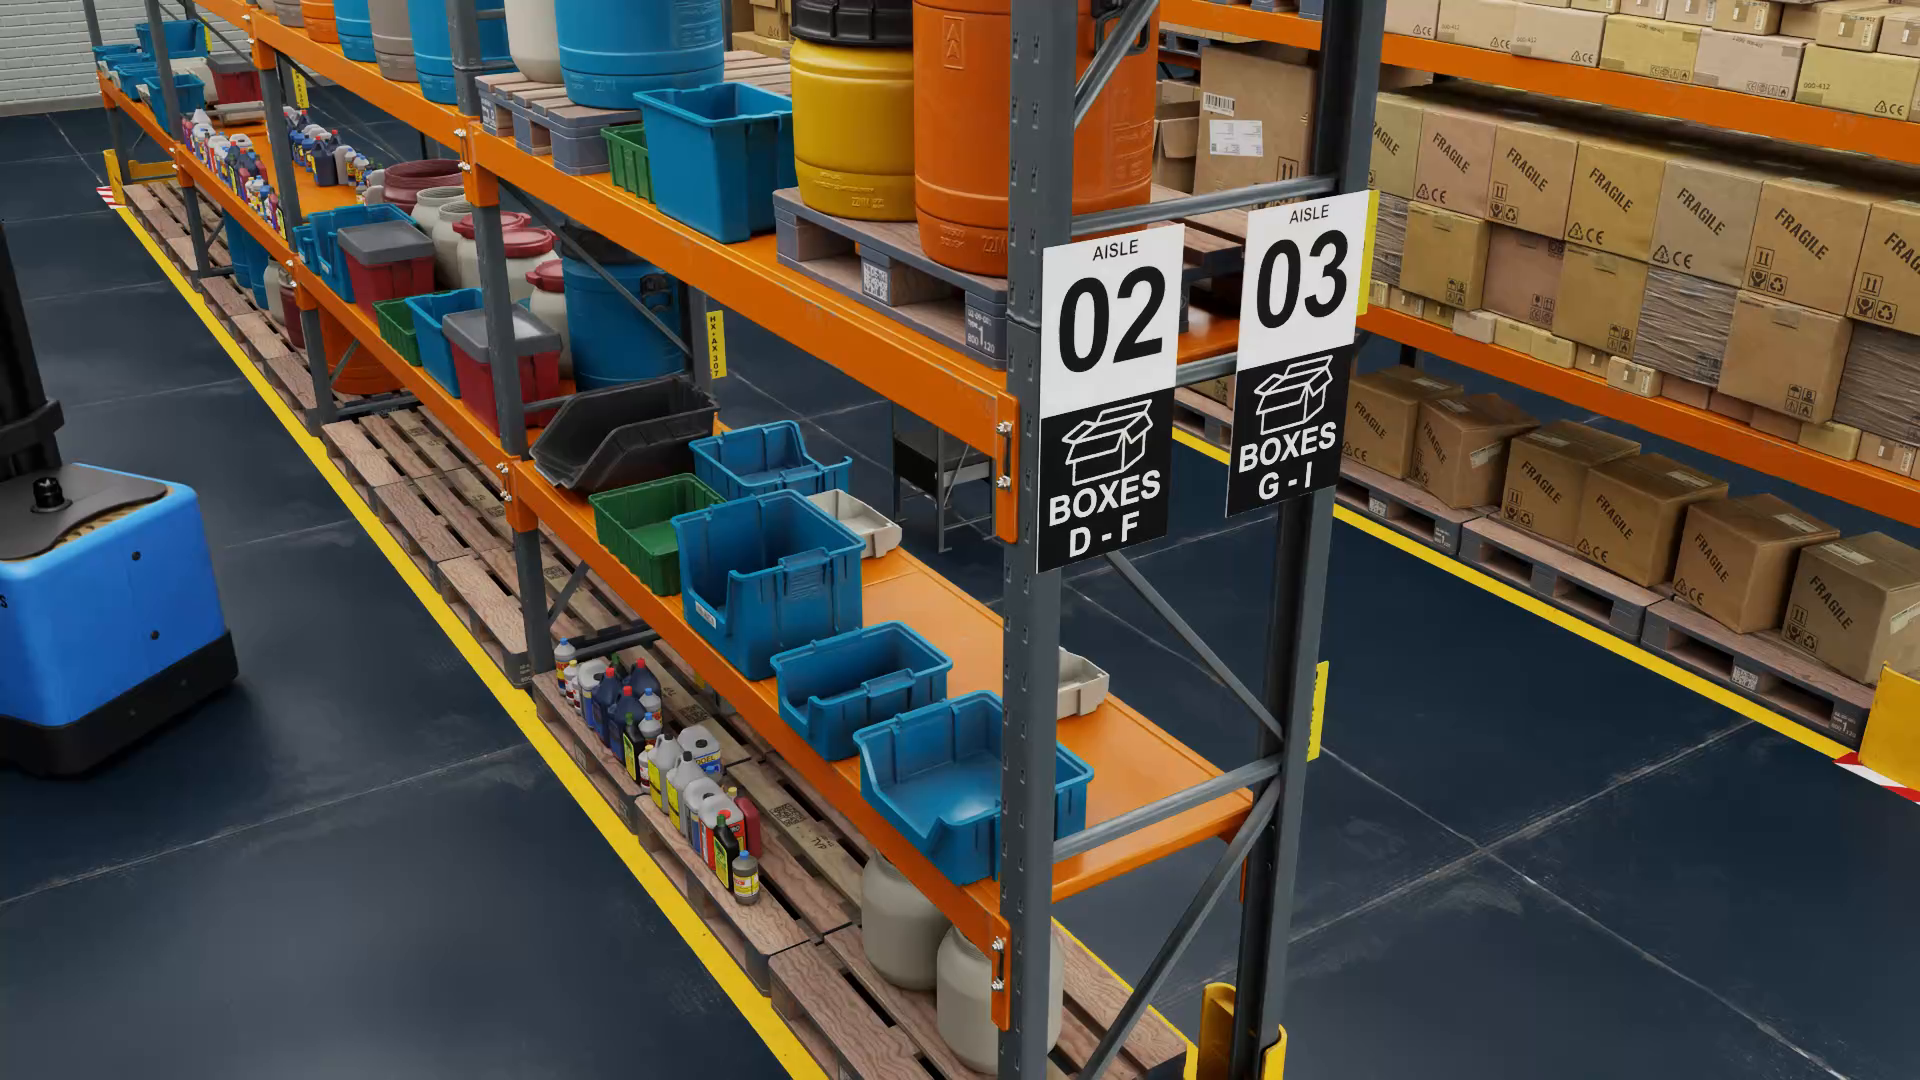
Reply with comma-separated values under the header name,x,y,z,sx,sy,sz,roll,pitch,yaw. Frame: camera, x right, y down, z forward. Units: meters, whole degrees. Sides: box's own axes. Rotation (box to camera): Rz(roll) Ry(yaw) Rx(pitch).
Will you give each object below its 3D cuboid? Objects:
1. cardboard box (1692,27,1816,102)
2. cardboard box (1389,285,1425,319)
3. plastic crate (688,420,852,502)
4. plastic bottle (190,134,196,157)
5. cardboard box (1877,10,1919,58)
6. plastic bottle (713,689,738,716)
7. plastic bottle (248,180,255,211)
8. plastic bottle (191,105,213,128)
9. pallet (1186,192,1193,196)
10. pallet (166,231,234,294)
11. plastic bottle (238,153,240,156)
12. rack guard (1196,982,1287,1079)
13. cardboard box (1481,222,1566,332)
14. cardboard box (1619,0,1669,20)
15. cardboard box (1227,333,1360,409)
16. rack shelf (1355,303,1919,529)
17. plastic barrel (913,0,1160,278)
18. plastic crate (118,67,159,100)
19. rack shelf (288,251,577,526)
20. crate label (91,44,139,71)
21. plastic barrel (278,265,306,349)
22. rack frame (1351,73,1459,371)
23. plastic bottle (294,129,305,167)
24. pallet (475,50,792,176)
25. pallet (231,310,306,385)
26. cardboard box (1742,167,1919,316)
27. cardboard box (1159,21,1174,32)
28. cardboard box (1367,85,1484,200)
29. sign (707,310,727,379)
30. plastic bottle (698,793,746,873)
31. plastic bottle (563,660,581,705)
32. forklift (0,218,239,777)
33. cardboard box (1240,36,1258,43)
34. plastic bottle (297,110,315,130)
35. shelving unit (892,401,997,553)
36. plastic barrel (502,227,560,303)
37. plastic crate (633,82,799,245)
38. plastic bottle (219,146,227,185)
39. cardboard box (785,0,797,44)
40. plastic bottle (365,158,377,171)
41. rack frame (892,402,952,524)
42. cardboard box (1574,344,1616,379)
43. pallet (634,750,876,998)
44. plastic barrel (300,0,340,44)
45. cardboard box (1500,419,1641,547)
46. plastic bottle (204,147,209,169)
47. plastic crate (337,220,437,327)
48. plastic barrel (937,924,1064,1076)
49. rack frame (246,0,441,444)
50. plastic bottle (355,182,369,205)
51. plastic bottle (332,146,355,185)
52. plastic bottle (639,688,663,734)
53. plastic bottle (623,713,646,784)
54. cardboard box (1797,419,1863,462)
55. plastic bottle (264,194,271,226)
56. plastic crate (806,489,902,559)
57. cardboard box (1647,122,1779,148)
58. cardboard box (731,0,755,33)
name,x,y,z,sx,sy,sz,roll,pitch,yaw
cardboard box,3.683,-2.161,7.475,0.500,0.250,0.500,-15,29,-28
cardboard box,2.674,-1.390,9.476,0.380,0.149,0.250,-16,29,-30
plastic crate,-0.795,-0.272,6.987,0.499,0.251,0.616,-16,29,-30
plastic bottle,-6.000,-3.128,13.096,0.097,0.201,0.097,0,25,0
cardboard box,4.009,-2.084,6.845,0.380,0.149,0.250,-17,30,-32
plastic bottle,-1.039,0.636,7.564,0.152,0.276,0.135,-16,29,-30
plastic bottle,-4.881,-2.395,11.543,0.097,0.201,0.097,0,25,0
plastic bottle,-6.051,-3.295,13.274,0.144,0.351,0.185,-16,29,-30
pallet,1.454,-2.472,11.697,1.003,0.211,1.213,-16,29,-30
pallet,-6.428,-2.526,14.854,1.003,0.211,1.213,-16,29,-30
plastic bottle,-5.135,-2.632,11.948,0.061,0.283,0.133,-16,29,-30
rack guard,0.476,1.873,5.197,1.175,0.500,0.348,-16,29,-30
cardboard box,3.318,-1.488,8.923,0.875,0.500,0.500,-16,29,-30
cardboard box,3.355,-2.565,7.865,0.380,0.149,0.250,-15,29,-28
cardboard box,2.206,-1.119,11.020,0.700,0.500,0.500,-18,31,-33
rack shelf,3.615,-0.786,8.743,1.077,0.370,4.000,-16,29,-30
plastic barrel,0.185,-1.126,4.113,0.600,0.830,0.708,-16,29,-30
plastic crate,-7.436,-4.172,15.200,0.416,0.233,0.300,-16,29,-30
rack shelf,-2.719,-1.062,9.329,1.077,0.370,4.000,-16,29,-30
crate label,-8.319,-4.751,16.425,0.416,0.233,0.303,-16,29,-30
plastic barrel,-4.708,-1.777,12.333,0.600,0.588,0.708,-16,29,-30
rack frame,2.523,-1.826,10.105,1.000,3.000,0.127,-16,29,-30
plastic bottle,-5.054,-3.015,12.773,0.097,0.271,0.097,0,25,0
pallet,-1.151,-1.708,6.561,1.213,0.211,1.003,-16,29,-30
pallet,-4.938,-1.550,12.786,1.003,0.211,1.213,-16,29,-30
cardboard box,3.922,-1.344,7.447,0.500,0.500,0.500,-16,29,-30
cardboard box,2.353,-5.538,17.769,0.380,0.149,0.250,-15,29,-29
cardboard box,2.556,-2.238,9.340,0.500,0.500,0.500,-16,29,-30
sign,-1.160,-0.921,7.864,0.100,0.325,0.005,-16,29,-30
plastic bottle,-0.928,1.140,6.496,0.152,0.276,0.135,-15,29,-29
plastic bottle,-1.765,0.647,7.628,0.097,0.201,0.097,0,25,0
forklift,-5.116,-0.663,7.721,3.031,2.935,1.130,10,27,21
cardboard box,3.049,-5.079,16.797,0.380,0.149,0.250,-17,30,-32
plastic bottle,-5.117,-3.192,13.057,0.144,0.351,0.185,-16,29,-30
shelving unit,-0.090,-1.009,9.427,0.431,2.100,0.503,-16,29,-30
plastic barrel,-2.366,-1.389,9.020,0.433,0.535,0.433,0,25,0
plastic crate,-0.736,-1.202,5.288,0.392,0.384,0.575,-16,29,-30
plastic bottle,-5.388,-2.759,12.231,0.097,0.271,0.097,0,25,0
cardboard box,-1.124,-4.712,14.925,0.797,0.503,0.637,-15,29,-29
plastic bottle,-4.189,-2.587,11.852,0.061,0.283,0.133,-16,29,-30
rack frame,-0.224,-1.096,9.612,0.400,2.100,0.015,-16,29,-30
cardboard box,3.393,-0.953,8.550,0.380,0.149,0.250,-16,29,-30
pallet,-0.625,1.276,6.800,1.003,0.211,1.213,-16,29,-30
plastic barrel,-3.187,-3.075,8.733,0.600,0.830,0.708,-16,29,-30
cardboard box,3.432,-0.327,9.364,0.500,0.500,0.500,-19,31,-34
plastic bottle,-5.714,-2.941,12.699,0.097,0.201,0.097,0,25,0
plastic crate,-3.185,-1.482,9.301,0.402,0.464,0.583,-16,29,-30
plastic barrel,0.134,1.476,5.531,0.421,0.512,0.421,0,25,0
rack frame,-3.810,-2.103,10.690,1.000,3.000,0.127,-16,29,-30
plastic bottle,-4.123,-2.373,11.495,0.097,0.201,0.097,0,25,0
plastic bottle,-4.533,-2.773,12.255,0.152,0.276,0.135,-16,29,-30
plastic bottle,-1.353,0.772,7.282,0.097,0.271,0.097,0,25,0
plastic bottle,-1.376,0.879,7.041,0.061,0.283,0.133,-14,29,-27
cardboard box,4.063,-0.503,7.596,0.380,0.149,0.250,-16,29,-30
plastic bottle,-4.615,-2.221,11.174,0.097,0.201,0.097,0,25,0
plastic crate,-0.528,-0.031,6.611,0.530,0.136,0.437,-16,29,-30
cardboard box,3.816,-1.824,8.463,0.500,0.500,0.500,-16,29,-30
cardboard box,-2.319,-5.196,16.191,0.500,0.500,0.500,-15,29,-28
